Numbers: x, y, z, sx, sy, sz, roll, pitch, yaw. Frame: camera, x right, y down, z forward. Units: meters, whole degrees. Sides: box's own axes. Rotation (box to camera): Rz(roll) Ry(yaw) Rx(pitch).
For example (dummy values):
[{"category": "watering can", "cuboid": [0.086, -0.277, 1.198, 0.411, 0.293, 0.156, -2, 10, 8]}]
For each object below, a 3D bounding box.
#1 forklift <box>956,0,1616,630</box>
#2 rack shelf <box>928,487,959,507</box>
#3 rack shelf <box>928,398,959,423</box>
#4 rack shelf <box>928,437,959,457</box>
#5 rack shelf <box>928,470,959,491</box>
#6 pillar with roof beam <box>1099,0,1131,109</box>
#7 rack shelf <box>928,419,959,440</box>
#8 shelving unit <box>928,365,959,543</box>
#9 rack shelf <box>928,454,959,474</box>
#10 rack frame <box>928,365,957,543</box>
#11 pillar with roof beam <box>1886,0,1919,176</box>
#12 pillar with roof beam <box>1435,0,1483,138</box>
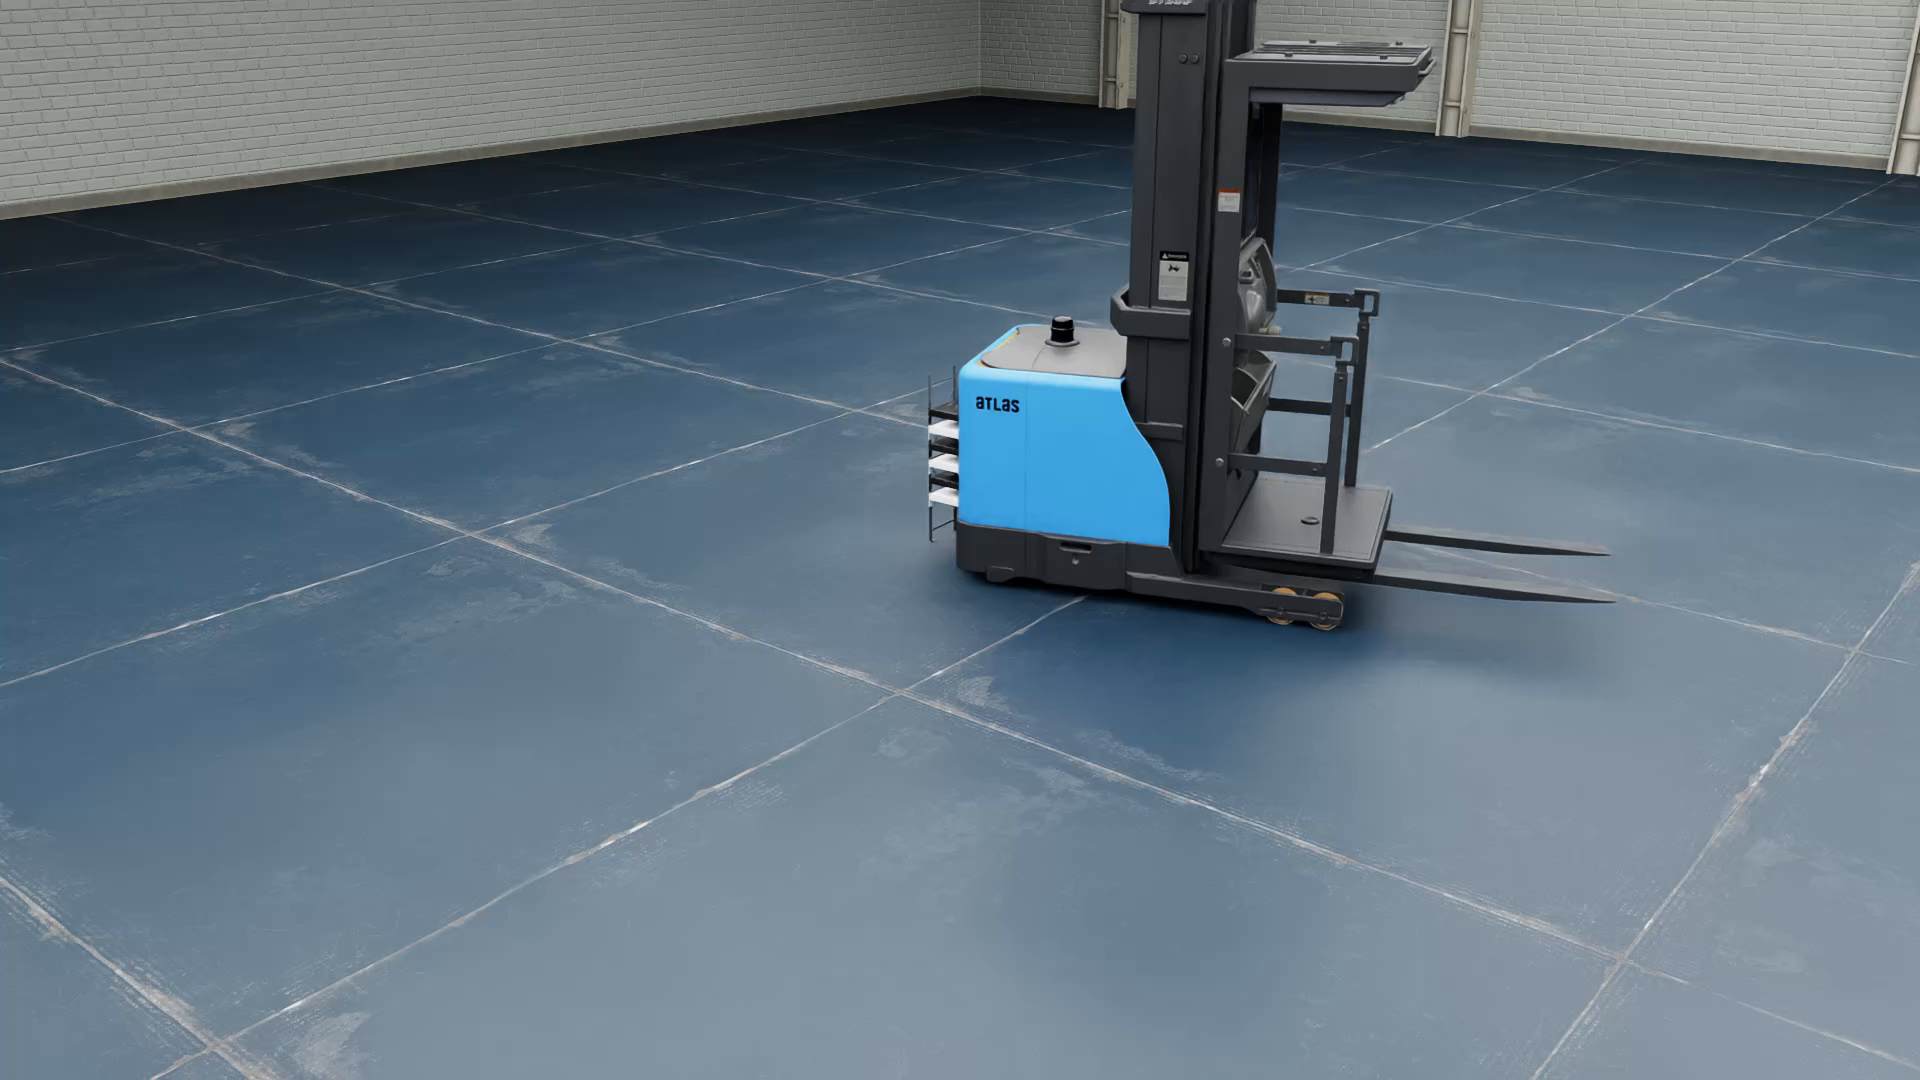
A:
[{"category": "forklift", "cuboid": [1.556, -1.172, 7.621, 3.031, 2.935, 1.130, 7, 22, 17]}, {"category": "rack shelf", "cuboid": [-0.007, -0.220, 8.581, 0.200, 0.077, 0.258, 14, 25, 33]}, {"category": "rack shelf", "cuboid": [-0.007, -0.641, 8.422, 0.200, 0.077, 0.258, 14, 25, 33]}, {"category": "rack shelf", "cuboid": [-0.007, -0.473, 8.486, 0.200, 0.077, 0.258, 14, 25, 33]}, {"category": "rack shelf", "cuboid": [-0.007, -0.304, 8.549, 0.200, 0.077, 0.258, 14, 25, 33]}, {"category": "pillar with roof beam", "cuboid": [-0.143, -10.314, 23.265, 0.400, 9.000, 9.100, 16, 26, 36]}, {"category": "rack shelf", "cuboid": [-0.007, -0.557, 8.454, 0.200, 0.077, 0.258, 14, 25, 33]}, {"category": "shelving unit", "cuboid": [-0.007, -0.420, 8.506, 0.210, 0.900, 0.258, 14, 25, 33]}, {"category": "rack shelf", "cuboid": [-0.007, -0.389, 8.518, 0.200, 0.077, 0.258, 14, 25, 33]}, {"category": "rack frame", "cuboid": [-0.090, -0.441, 8.561, 0.006, 0.900, 0.240, 14, 25, 33]}, {"category": "pillar with roof beam", "cuboid": [9.153, -7.637, 16.166, 0.400, 9.000, 9.100, 16, 26, 36]}, {"category": "pillar with roof beam", "cuboid": [4.505, -8.975, 19.715, 0.400, 9.000, 9.100, 16, 26, 36]}]
